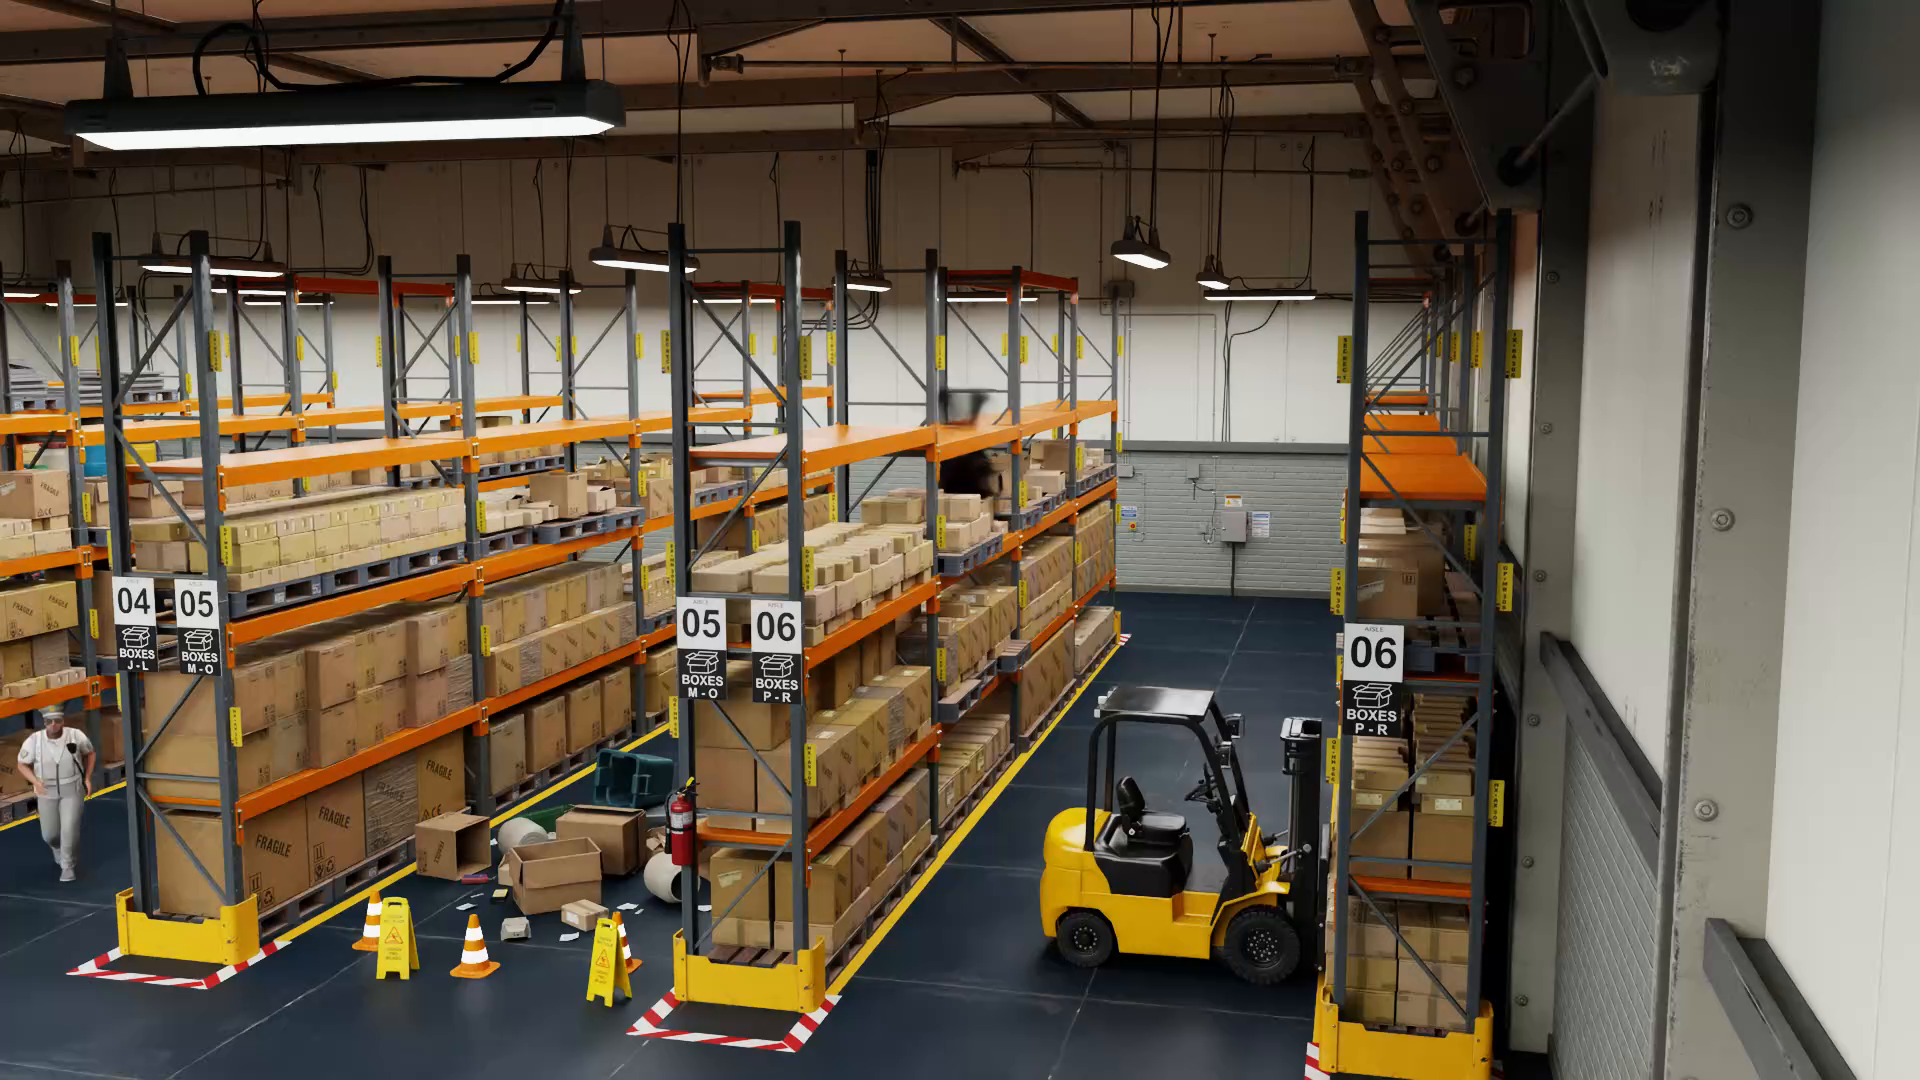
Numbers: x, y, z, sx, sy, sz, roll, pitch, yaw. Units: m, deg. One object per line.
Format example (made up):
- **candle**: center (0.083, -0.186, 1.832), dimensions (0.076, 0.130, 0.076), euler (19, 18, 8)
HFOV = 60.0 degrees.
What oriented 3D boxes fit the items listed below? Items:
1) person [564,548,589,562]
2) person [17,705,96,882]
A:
- **person**: center (-7.528, 0.362, 32.360), dimensions (0.717, 1.750, 0.688), euler (-6, 9, -39)
- **person**: center (-8.659, 2.386, 15.956), dimensions (0.636, 1.726, 0.775), euler (-3, 8, -23)
